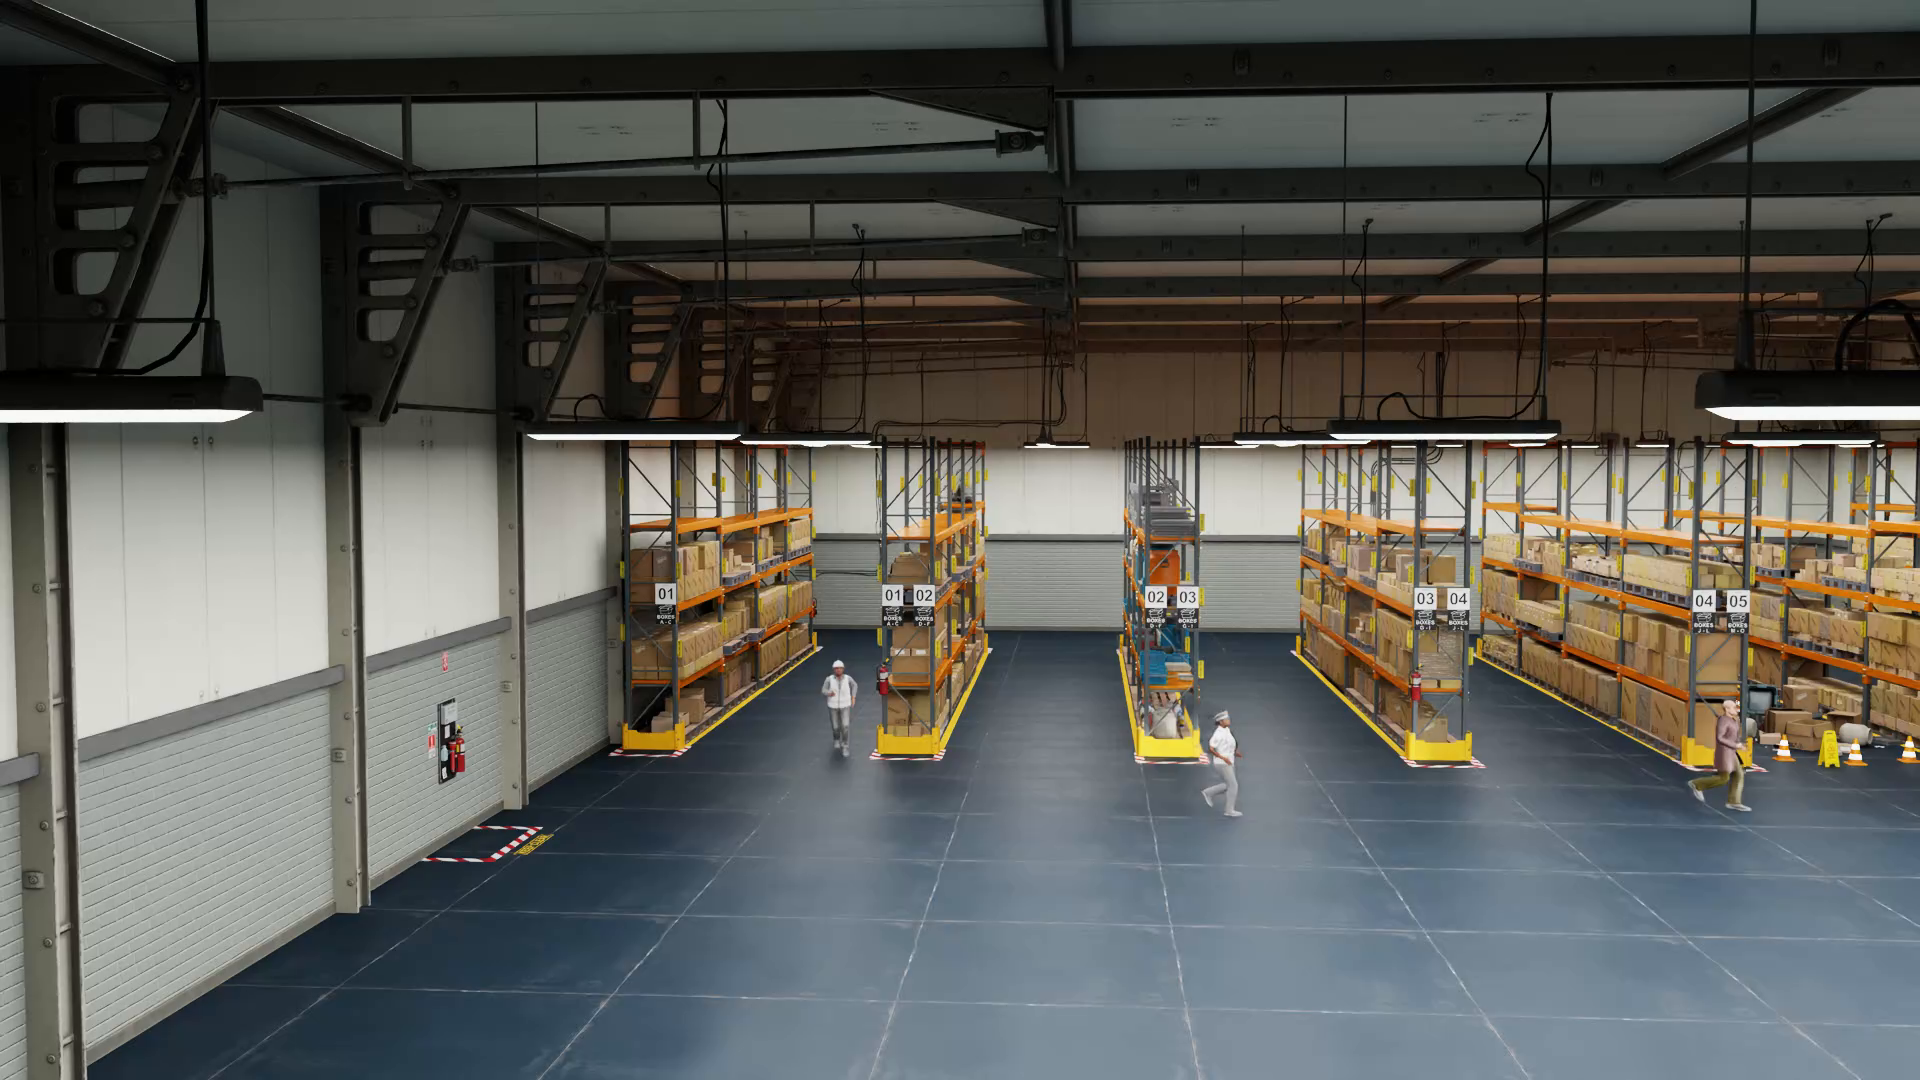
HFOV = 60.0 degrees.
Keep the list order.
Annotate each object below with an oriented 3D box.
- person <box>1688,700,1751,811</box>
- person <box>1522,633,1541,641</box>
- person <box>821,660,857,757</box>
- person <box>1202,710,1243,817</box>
[{"bbox_3d":[12.160,3.424,26.575,0.932,1.755,0.704,2,4,37],"label":"person"},{"bbox_3d":[16.099,2.354,47.069,0.724,1.706,0.559,-2,4,-32],"label":"person"},{"bbox_3d":[-2.286,3.169,31.483,0.675,1.816,0.829,0,3,-2],"label":"person"},{"bbox_3d":[4.106,3.493,26.112,0.687,1.655,0.580,2,3,27],"label":"person"}]
